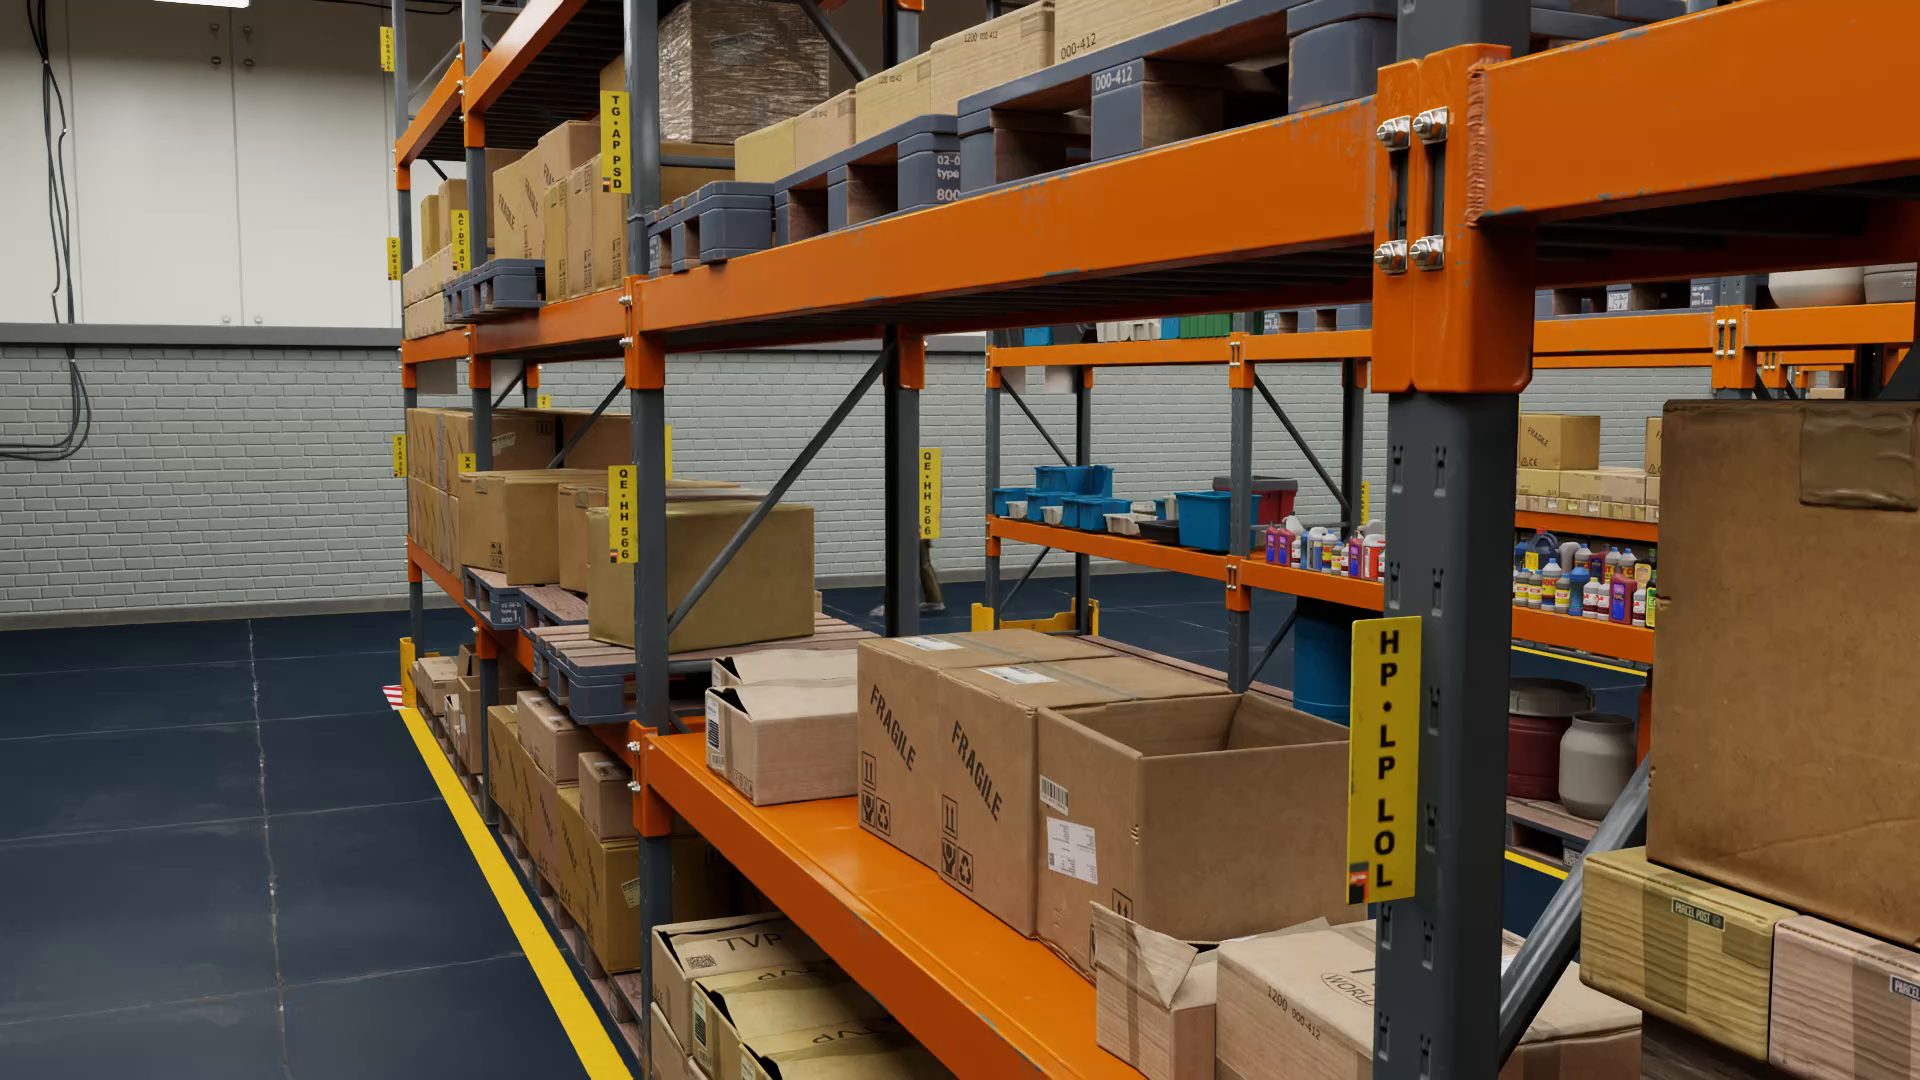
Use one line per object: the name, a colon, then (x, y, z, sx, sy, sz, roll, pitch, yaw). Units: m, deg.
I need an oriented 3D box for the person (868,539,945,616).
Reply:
person: (-0.556, -0.080, 18.022, 0.801, 1.791, 0.599, 1, 5, 14)
